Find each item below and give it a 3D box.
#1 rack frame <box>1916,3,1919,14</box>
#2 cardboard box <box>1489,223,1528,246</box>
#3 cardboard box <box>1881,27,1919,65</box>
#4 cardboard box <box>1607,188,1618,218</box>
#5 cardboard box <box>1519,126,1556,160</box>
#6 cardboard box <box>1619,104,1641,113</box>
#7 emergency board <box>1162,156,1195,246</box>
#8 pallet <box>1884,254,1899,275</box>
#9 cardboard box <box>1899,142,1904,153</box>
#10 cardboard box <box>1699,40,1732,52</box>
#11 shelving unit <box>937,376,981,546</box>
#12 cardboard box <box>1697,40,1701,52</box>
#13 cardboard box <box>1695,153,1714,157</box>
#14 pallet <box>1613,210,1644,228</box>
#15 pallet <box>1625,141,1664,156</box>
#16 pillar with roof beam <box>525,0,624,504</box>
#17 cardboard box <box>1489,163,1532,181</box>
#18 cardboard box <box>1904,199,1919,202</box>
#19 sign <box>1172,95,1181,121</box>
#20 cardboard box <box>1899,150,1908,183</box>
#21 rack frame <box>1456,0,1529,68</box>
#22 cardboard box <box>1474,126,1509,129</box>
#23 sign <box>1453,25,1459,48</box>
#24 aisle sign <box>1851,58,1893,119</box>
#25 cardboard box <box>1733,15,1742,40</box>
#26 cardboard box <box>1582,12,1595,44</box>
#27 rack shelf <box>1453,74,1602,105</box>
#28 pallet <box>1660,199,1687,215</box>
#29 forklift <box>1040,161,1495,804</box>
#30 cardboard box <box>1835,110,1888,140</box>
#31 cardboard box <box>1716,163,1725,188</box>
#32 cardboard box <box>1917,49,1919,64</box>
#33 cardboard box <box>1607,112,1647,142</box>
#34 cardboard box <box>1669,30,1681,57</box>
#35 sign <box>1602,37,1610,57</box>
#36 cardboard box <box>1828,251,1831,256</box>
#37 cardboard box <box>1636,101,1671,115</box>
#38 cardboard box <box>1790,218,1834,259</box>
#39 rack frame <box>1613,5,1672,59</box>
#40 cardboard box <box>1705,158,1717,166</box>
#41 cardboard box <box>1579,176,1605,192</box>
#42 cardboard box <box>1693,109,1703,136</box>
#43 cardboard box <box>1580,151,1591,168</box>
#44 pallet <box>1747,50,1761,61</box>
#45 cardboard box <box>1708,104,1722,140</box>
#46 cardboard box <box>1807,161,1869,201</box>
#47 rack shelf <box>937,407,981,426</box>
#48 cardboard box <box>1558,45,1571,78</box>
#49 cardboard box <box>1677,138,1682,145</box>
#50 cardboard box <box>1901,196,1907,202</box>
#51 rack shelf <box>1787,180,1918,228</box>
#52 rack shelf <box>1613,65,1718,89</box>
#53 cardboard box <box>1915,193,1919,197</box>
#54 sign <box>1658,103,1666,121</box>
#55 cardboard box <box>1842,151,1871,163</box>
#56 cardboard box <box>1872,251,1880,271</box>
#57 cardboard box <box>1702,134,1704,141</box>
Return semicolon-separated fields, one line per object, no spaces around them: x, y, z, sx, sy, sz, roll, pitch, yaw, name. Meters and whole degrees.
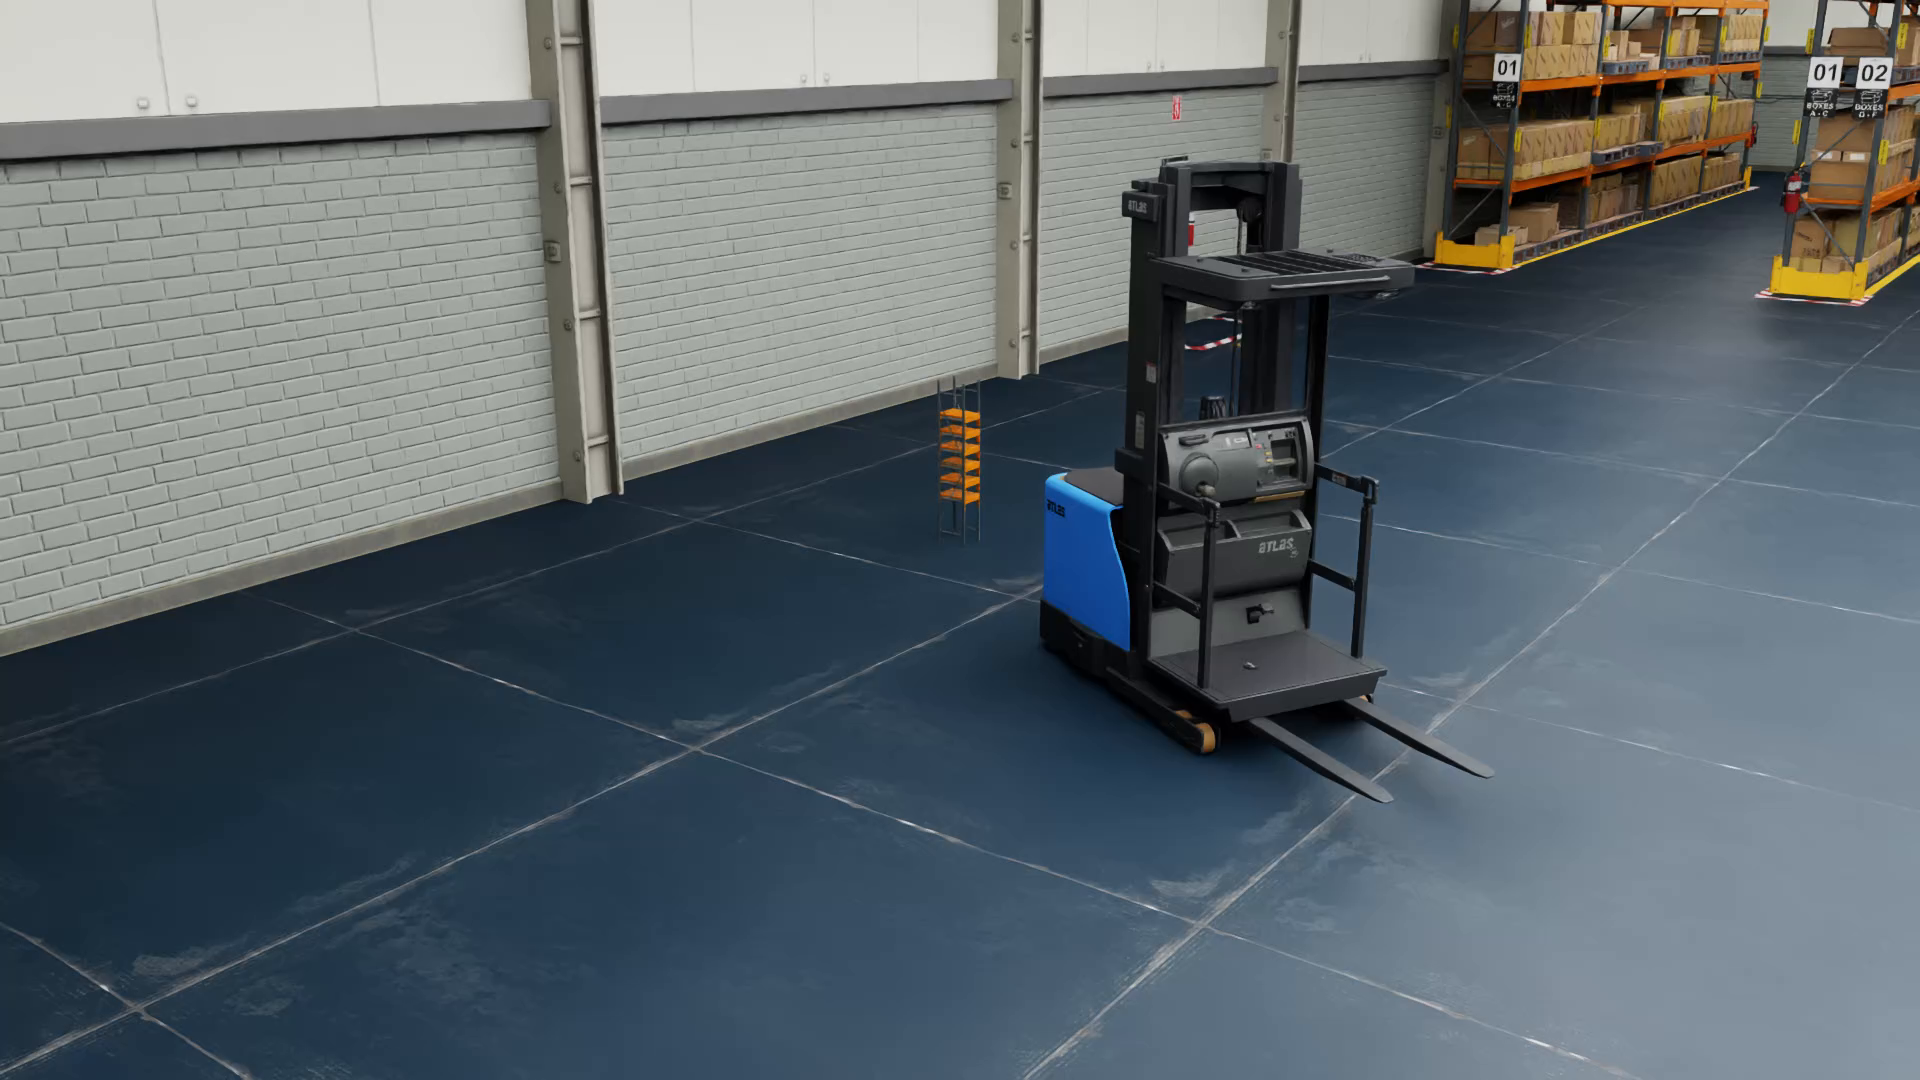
16.793;-9.655;28.160;1.000;3.000;0.127;12;21;35;rack frame
8.870;-4.969;26.980;0.500;0.311;0.500;15;22;39;cardboard box
13.235;-6.979;23.489;0.500;0.500;0.500;12;21;35;cardboard box
11.752;-6.274;30.863;0.700;0.500;0.500;12;21;34;cardboard box
9.187;-6.353;26.599;0.500;0.500;0.500;12;21;33;cardboard box
12.631;-8.144;31.408;0.380;0.149;0.250;9;20;28;cardboard box
2.690;-4.067;20.283;0.194;1.169;0.643;12;21;35;emergency board
13.902;-4.323;25.809;1.003;0.211;1.213;12;21;35;pallet
13.812;-5.850;24.761;0.380;0.149;0.250;12;21;34;cardboard box
15.819;-10.344;34.814;0.500;0.250;0.500;12;21;35;cardboard box
-0.009;-0.570;12.055;0.258;1.200;0.189;12;21;35;shelving unit
15.415;-10.430;35.092;0.500;0.250;0.500;13;21;35;cardboard box
16.555;-8.526;37.053;0.380;0.149;0.250;13;21;35;cardboard box
12.346;-6.146;31.681;1.003;0.211;1.213;12;21;35;pallet
12.473;-7.384;31.287;1.213;0.211;1.003;12;21;35;pallet
0.501;-3.895;9.614;9.100;9.000;0.400;12;21;35;pillar with roof beam
8.592;-5.757;25.943;0.500;0.250;0.500;12;21;33;cardboard box
16.374;-5.652;28.368;0.500;0.311;0.500;12;21;34;cardboard box
2.605;-5.190;19.990;0.001;0.298;0.199;12;21;35;sign
14.150;-5.778;25.623;0.700;0.500;0.500;12;21;33;cardboard box
8.046;-8.624;24.840;1.000;3.000;0.127;12;21;35;rack frame
8.464;-6.323;26.501;0.500;0.500;0.500;13;21;35;cardboard box
7.612;-7.717;25.485;0.100;0.325;0.005;12;21;35;sign
12.233;-6.056;22.304;0.394;0.787;0.004;12;21;35;aisle sign
16.147;-10.828;35.107;0.500;0.500;0.500;12;21;34;cardboard box
10.029;-8.378;27.219;0.500;0.500;0.500;14;22;38;cardboard box
9.238;-7.324;26.925;1.077;0.370;4.000;12;21;35;rack shelf
14.070;-6.796;33.773;1.003;0.211;1.213;12;21;35;pallet
1.583;-0.431;8.689;1.130;2.935;3.031;-8;19;-25;forklift
12.655;-5.799;23.504;0.700;0.500;0.500;12;21;33;cardboard box
16.333;-8.024;36.533;0.700;0.500;0.500;13;21;36;cardboard box
14.785;-7.543;25.964;0.500;0.250;0.500;15;23;40;cardboard box
12.541;-7.808;31.419;0.700;0.500;0.500;10;20;28;cardboard box
13.669;-9.745;32.598;0.700;0.500;0.500;14;22;37;cardboard box
10.870;-8.297;27.973;0.100;0.325;0.005;12;21;35;sign
12.397;-4.073;24.229;0.500;0.250;0.500;12;21;35;cardboard box
13.307;-8.291;31.916;0.500;0.250;0.500;13;22;36;cardboard box
12.107;-4.310;23.729;0.500;0.500;0.500;12;21;35;cardboard box
12.813;-10.529;30.976;1.000;3.000;0.127;12;21;35;rack frame
16.074;-8.143;35.820;0.380;0.149;0.250;13;22;37;cardboard box
11.421;-6.494;30.307;0.500;0.250;0.500;12;21;33;cardboard box
14.827;-8.538;33.977;0.500;0.500;0.500;13;21;35;cardboard box
10.390;-6.483;28.281;0.500;0.250;0.500;12;21;35;cardboard box
17.146;-10.781;36.995;1.003;0.211;1.213;12;21;35;pallet
15.532;-8.886;35.296;0.980;0.700;0.700;13;21;36;cardboard box
12.315;-5.041;23.250;0.700;0.500;0.500;12;21;35;cardboard box
-0.009;-0.871;11.961;0.258;0.103;0.180;12;21;35;rack shelf
9.403;-7.661;26.596;0.500;0.500;0.500;14;22;38;cardboard box
14.262;-8.020;33.401;0.380;0.149;0.250;13;22;36;cardboard box
16.245;-5.872;29.077;0.500;0.311;0.500;13;22;37;cardboard box
13.218;-5.017;24.554;1.077;0.370;4.000;12;21;35;rack shelf
14.004;-9.229;33.061;1.077;0.370;4.000;12;21;35;rack shelf
17.162;-6.070;30.206;0.500;0.500;0.500;13;22;37;cardboard box
13.254;-8.086;31.404;0.100;0.325;0.005;12;21;35;sign
12.433;-5.297;22.981;0.380;0.149;0.250;12;21;34;cardboard box
13.118;-4.099;24.313;0.500;0.250;0.500;12;21;35;cardboard box
15.222;-8.376;34.547;0.380;0.149;0.250;13;21;35;cardboard box
